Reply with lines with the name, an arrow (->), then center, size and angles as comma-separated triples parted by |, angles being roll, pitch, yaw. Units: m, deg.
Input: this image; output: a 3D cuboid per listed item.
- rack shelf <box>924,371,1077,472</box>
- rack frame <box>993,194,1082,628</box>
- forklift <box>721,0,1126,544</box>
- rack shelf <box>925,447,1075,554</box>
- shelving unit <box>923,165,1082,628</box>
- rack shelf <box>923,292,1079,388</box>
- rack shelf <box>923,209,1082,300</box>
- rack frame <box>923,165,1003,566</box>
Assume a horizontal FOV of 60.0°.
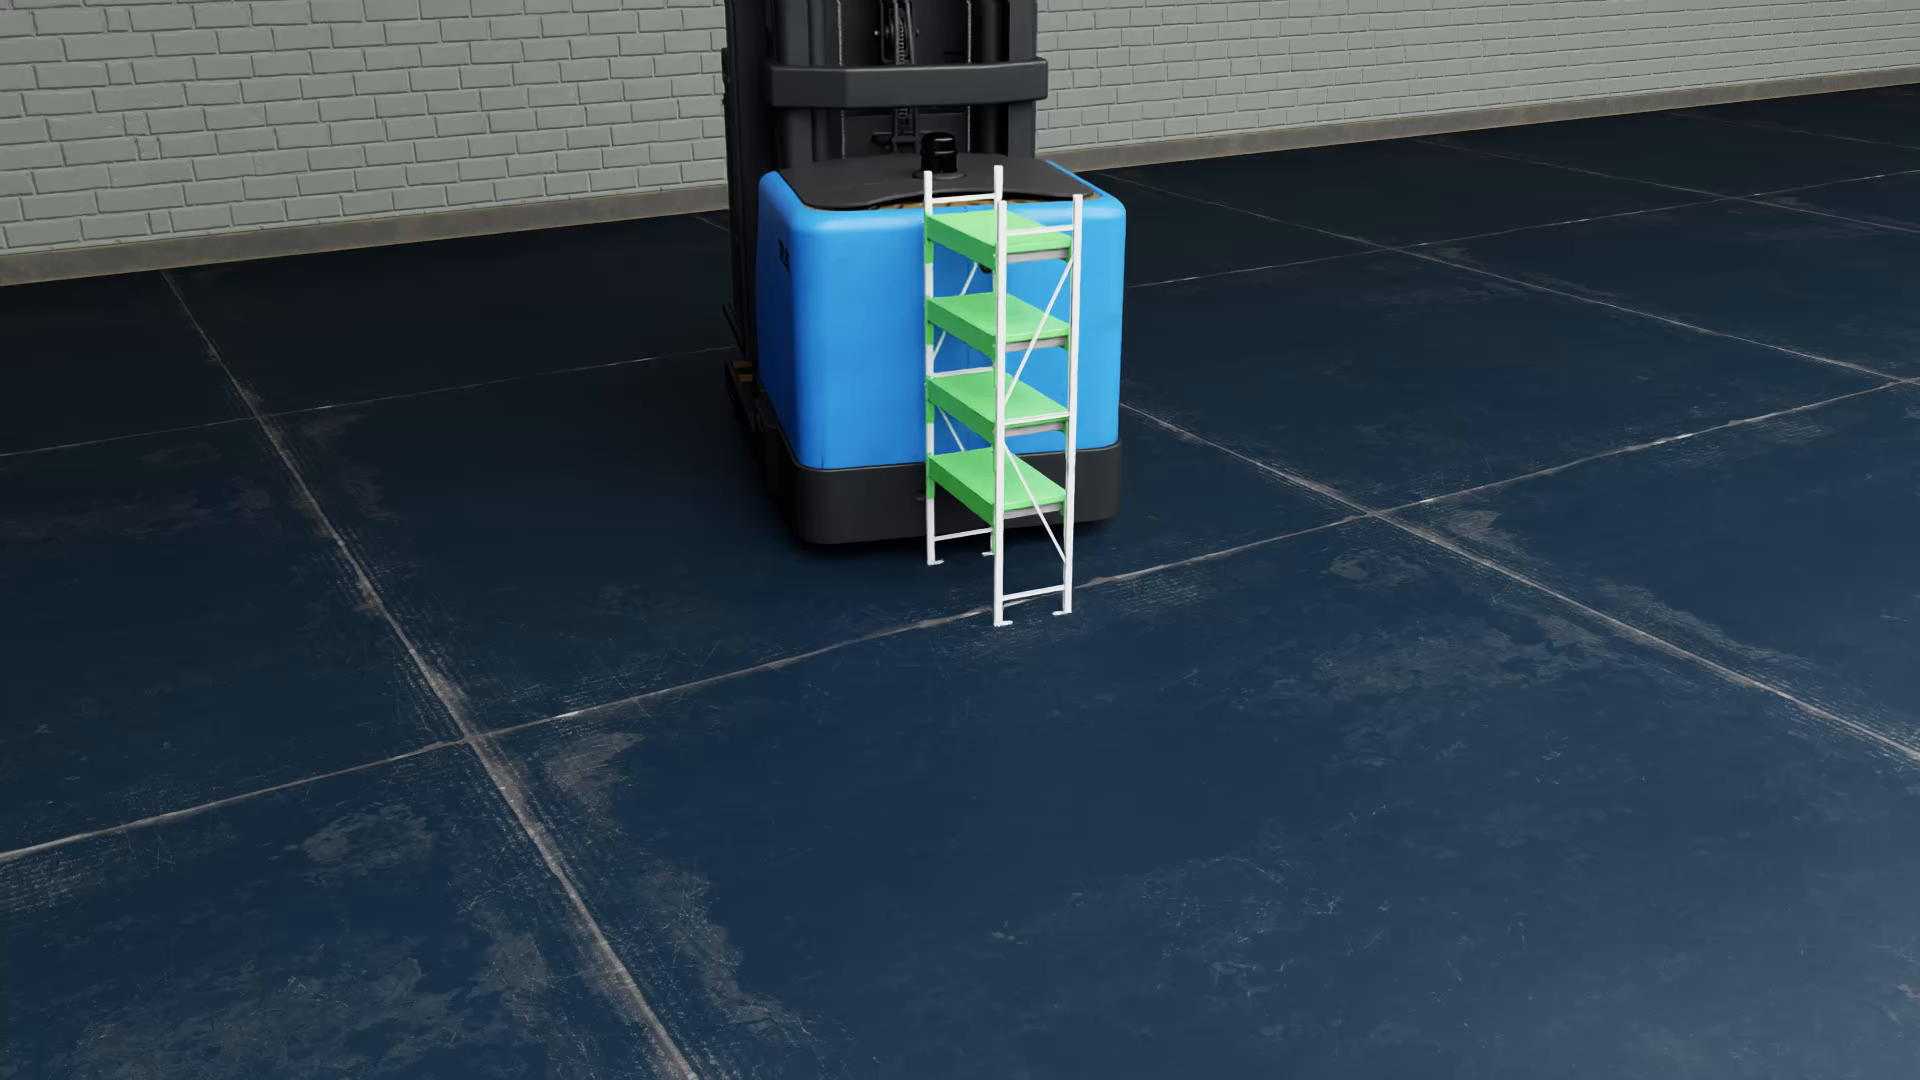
rack shelf -> 0.108, -0.354, 4.758 | 0.258, 0.148, 0.480 | -9, 24, -22
rack frame -> 0.207, -0.329, 4.527 | 0.240, 1.200, 0.015 | -9, 24, -22
forklift -> -0.326, -1.869, 6.018 | 1.130, 2.935, 3.031 | -5, 23, -12
rack shelf -> 0.108, -0.131, 4.848 | 0.258, 0.148, 0.480 | -9, 24, -22
shelving unit -> 0.108, -0.413, 4.734 | 0.258, 1.200, 0.503 | -9, 24, -22
rack shelf -> 0.108, -0.576, 4.668 | 0.258, 0.148, 0.480 | -9, 24, -22
rack shelf -> 0.108, -0.798, 4.577 | 0.258, 0.148, 0.480 | -9, 24, -22
rack frame -> 0.010, -0.497, 4.941 | 0.240, 1.200, 0.015 | -9, 24, -22
